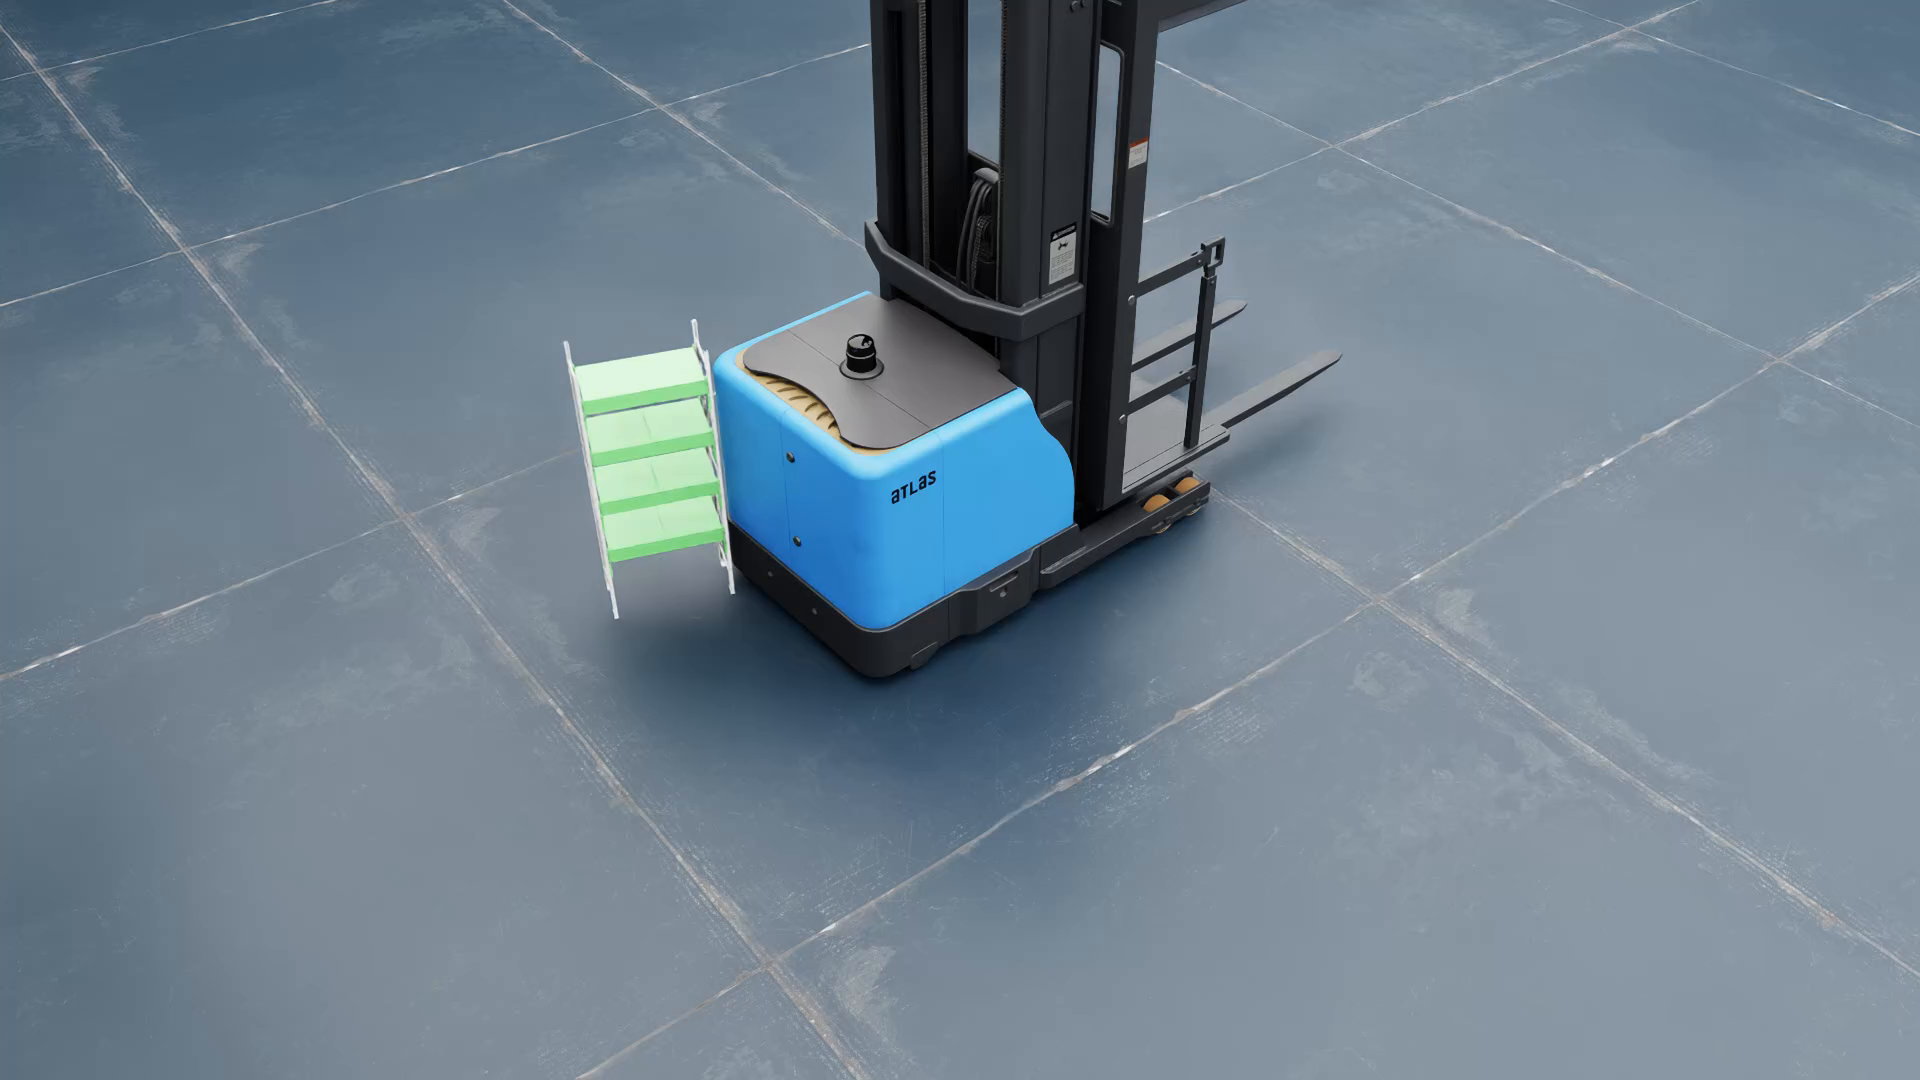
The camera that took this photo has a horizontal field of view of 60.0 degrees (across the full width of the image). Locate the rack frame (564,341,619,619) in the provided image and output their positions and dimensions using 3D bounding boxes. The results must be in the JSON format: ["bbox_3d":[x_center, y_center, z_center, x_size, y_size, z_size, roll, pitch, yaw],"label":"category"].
[{"bbox_3d":[-1.451,-0.213,6.562,0.015,1.200,0.240,-12,41,-14],"label":"rack frame"}]

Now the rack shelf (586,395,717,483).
[{"bbox_3d":[-1.219,-0.397,6.510,0.480,0.148,0.258,-12,41,-14],"label":"rack shelf"}]

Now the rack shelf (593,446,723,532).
[{"bbox_3d":[-1.219,-0.212,6.662,0.480,0.148,0.258,-12,41,-14],"label":"rack shelf"}]

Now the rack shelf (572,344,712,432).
[{"bbox_3d":[-1.218,-0.583,6.358,0.480,0.148,0.258,-12,41,-14],"label":"rack shelf"}]

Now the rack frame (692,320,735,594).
[{"bbox_3d":[-0.987,-0.310,6.681,0.015,1.200,0.240,-12,41,-14],"label":"rack frame"}]

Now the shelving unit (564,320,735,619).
[{"bbox_3d":[-1.219,-0.261,6.622,0.503,1.200,0.258,-12,41,-14],"label":"shelving unit"}]

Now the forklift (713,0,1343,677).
[{"bbox_3d":[0.475,-1.391,6.635,3.031,2.935,1.130,-29,47,-30],"label":"forklift"}]

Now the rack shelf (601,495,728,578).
[{"bbox_3d":[-1.220,-0.026,6.814,0.480,0.148,0.258,-12,41,-14],"label":"rack shelf"}]
